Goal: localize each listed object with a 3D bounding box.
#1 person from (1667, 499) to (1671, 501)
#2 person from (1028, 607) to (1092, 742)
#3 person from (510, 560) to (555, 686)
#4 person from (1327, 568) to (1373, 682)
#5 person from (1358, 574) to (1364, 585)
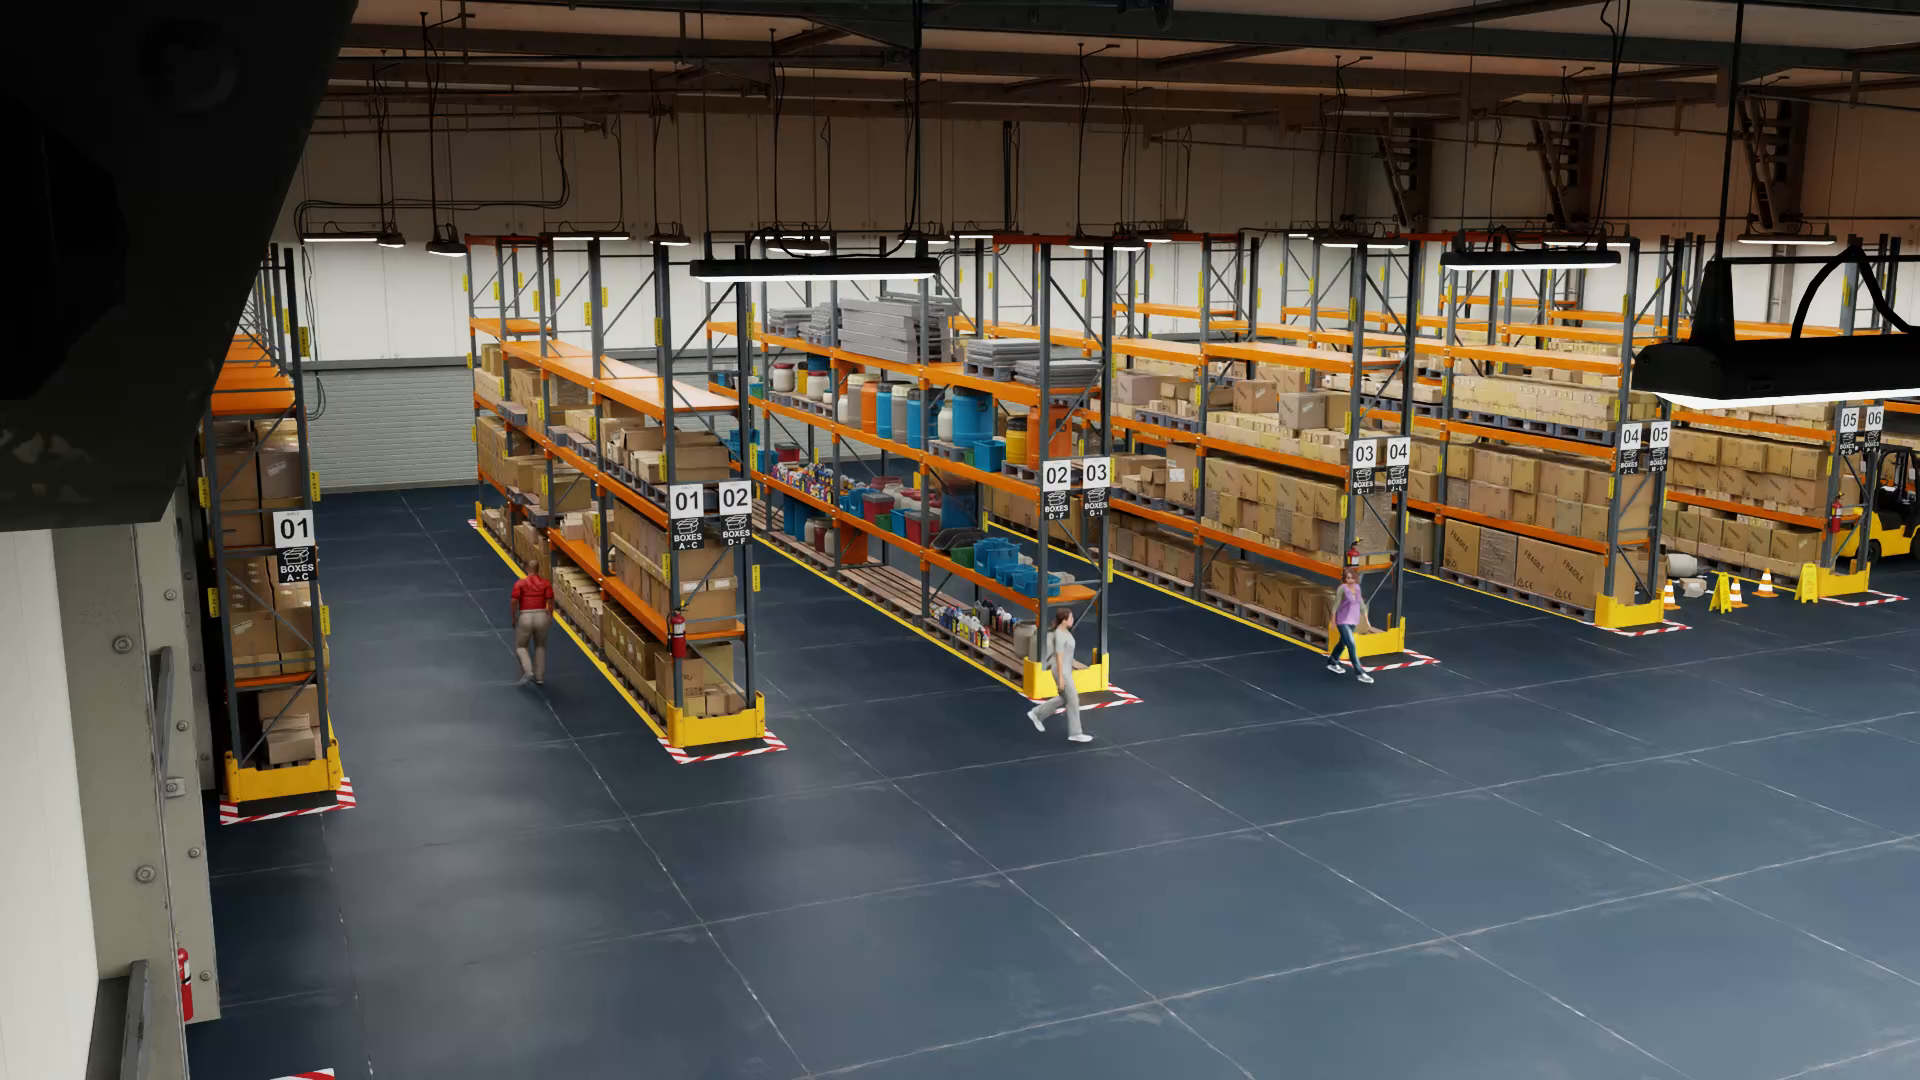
[{"bbox_3d":[15.283,-1.325,35.216,0.518,1.766,0.543,-9,14,-39],"label":"person"},{"bbox_3d":[1.237,1.625,20.361,0.810,1.645,0.490,2,11,8],"label":"person"},{"bbox_3d":[-5.827,1.152,22.762,0.594,1.695,0.656,-4,12,-21],"label":"person"},{"bbox_3d":[5.414,1.162,22.976,0.443,1.543,0.916,-7,13,-31],"label":"person"},{"bbox_3d":[6.496,0.336,27.041,0.523,1.676,0.661,-3,11,-14],"label":"person"}]
